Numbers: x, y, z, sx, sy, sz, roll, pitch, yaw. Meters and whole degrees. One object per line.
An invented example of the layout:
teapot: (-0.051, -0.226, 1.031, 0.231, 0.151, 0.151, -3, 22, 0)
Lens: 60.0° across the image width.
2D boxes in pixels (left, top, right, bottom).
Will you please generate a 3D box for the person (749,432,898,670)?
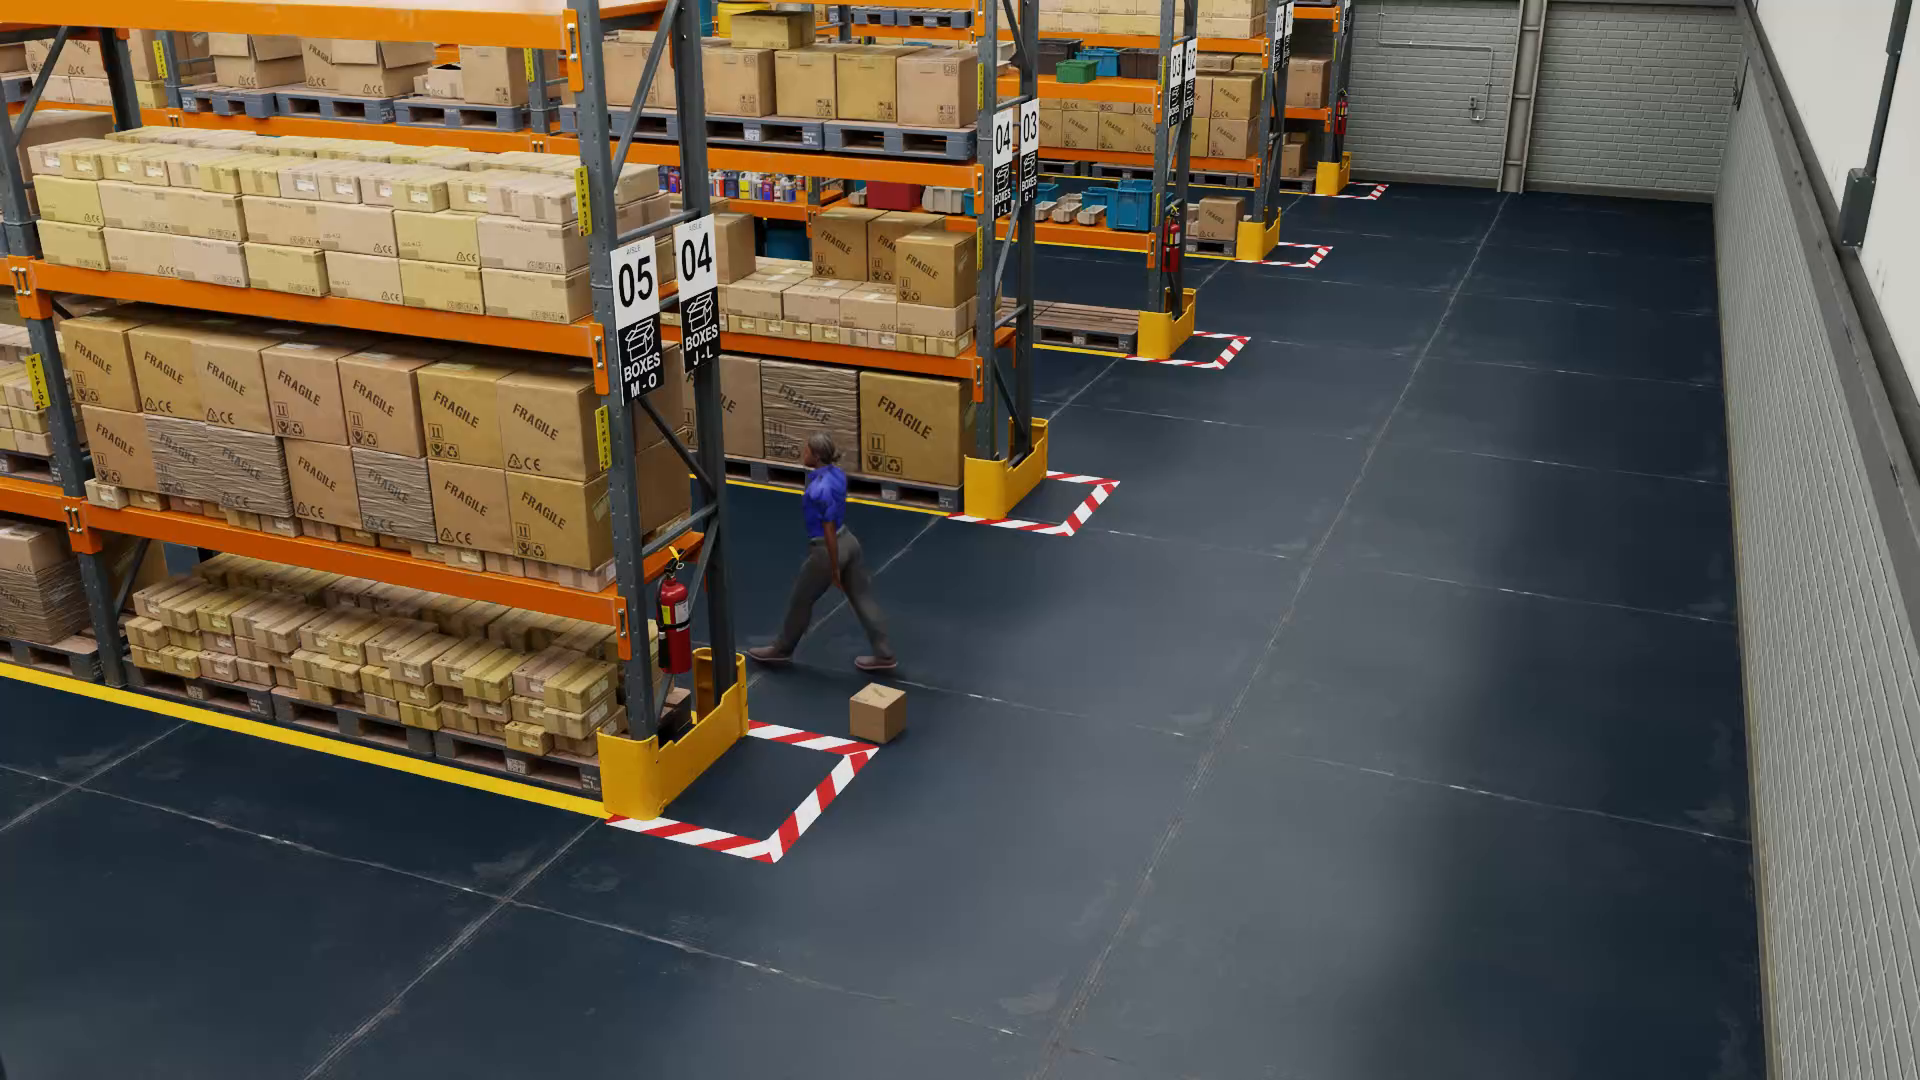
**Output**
person: (-0.881, 0.064, 10.740, 0.991, 1.589, 0.444, 9, 24, 20)
